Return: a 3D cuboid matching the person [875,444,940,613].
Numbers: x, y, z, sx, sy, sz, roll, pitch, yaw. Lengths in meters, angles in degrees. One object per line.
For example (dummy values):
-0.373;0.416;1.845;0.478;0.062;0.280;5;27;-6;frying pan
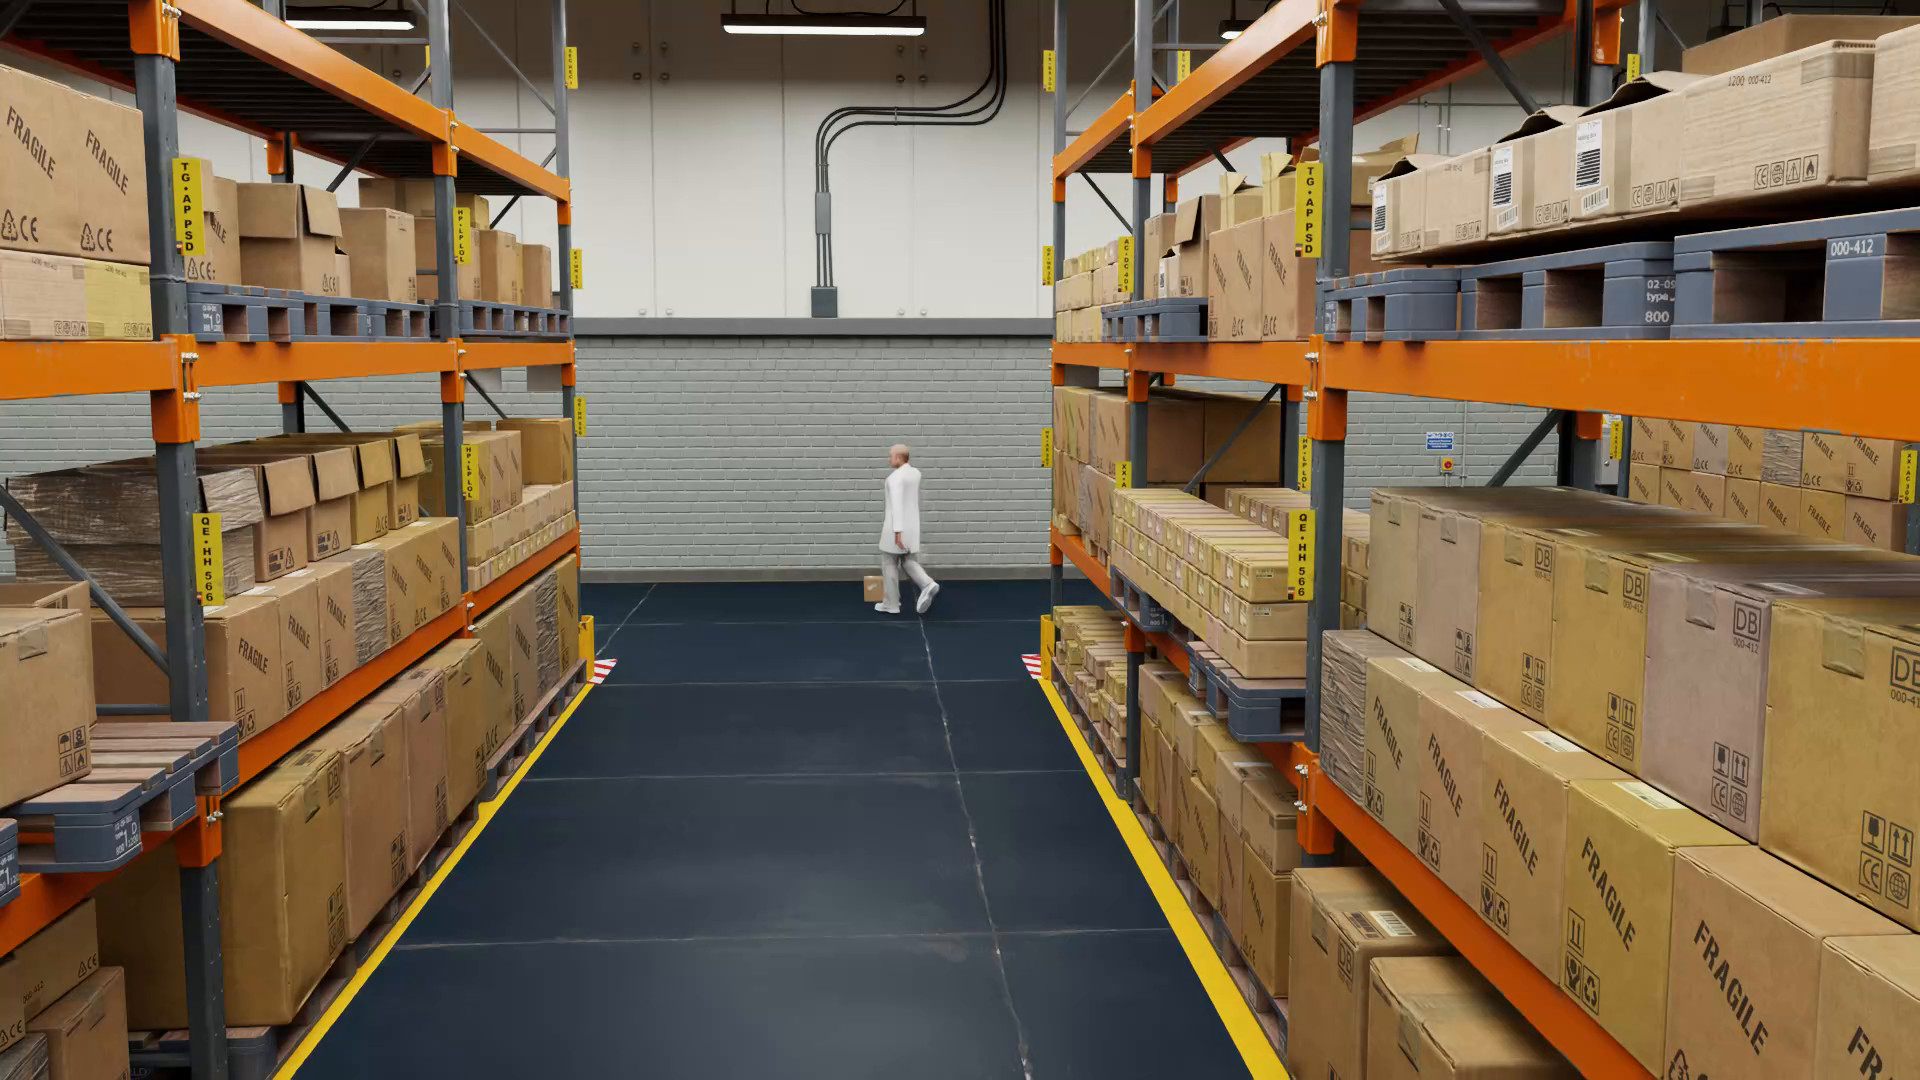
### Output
-0.581;-0.109;17.189;0.817;1.766;0.576;6;9;39;person
